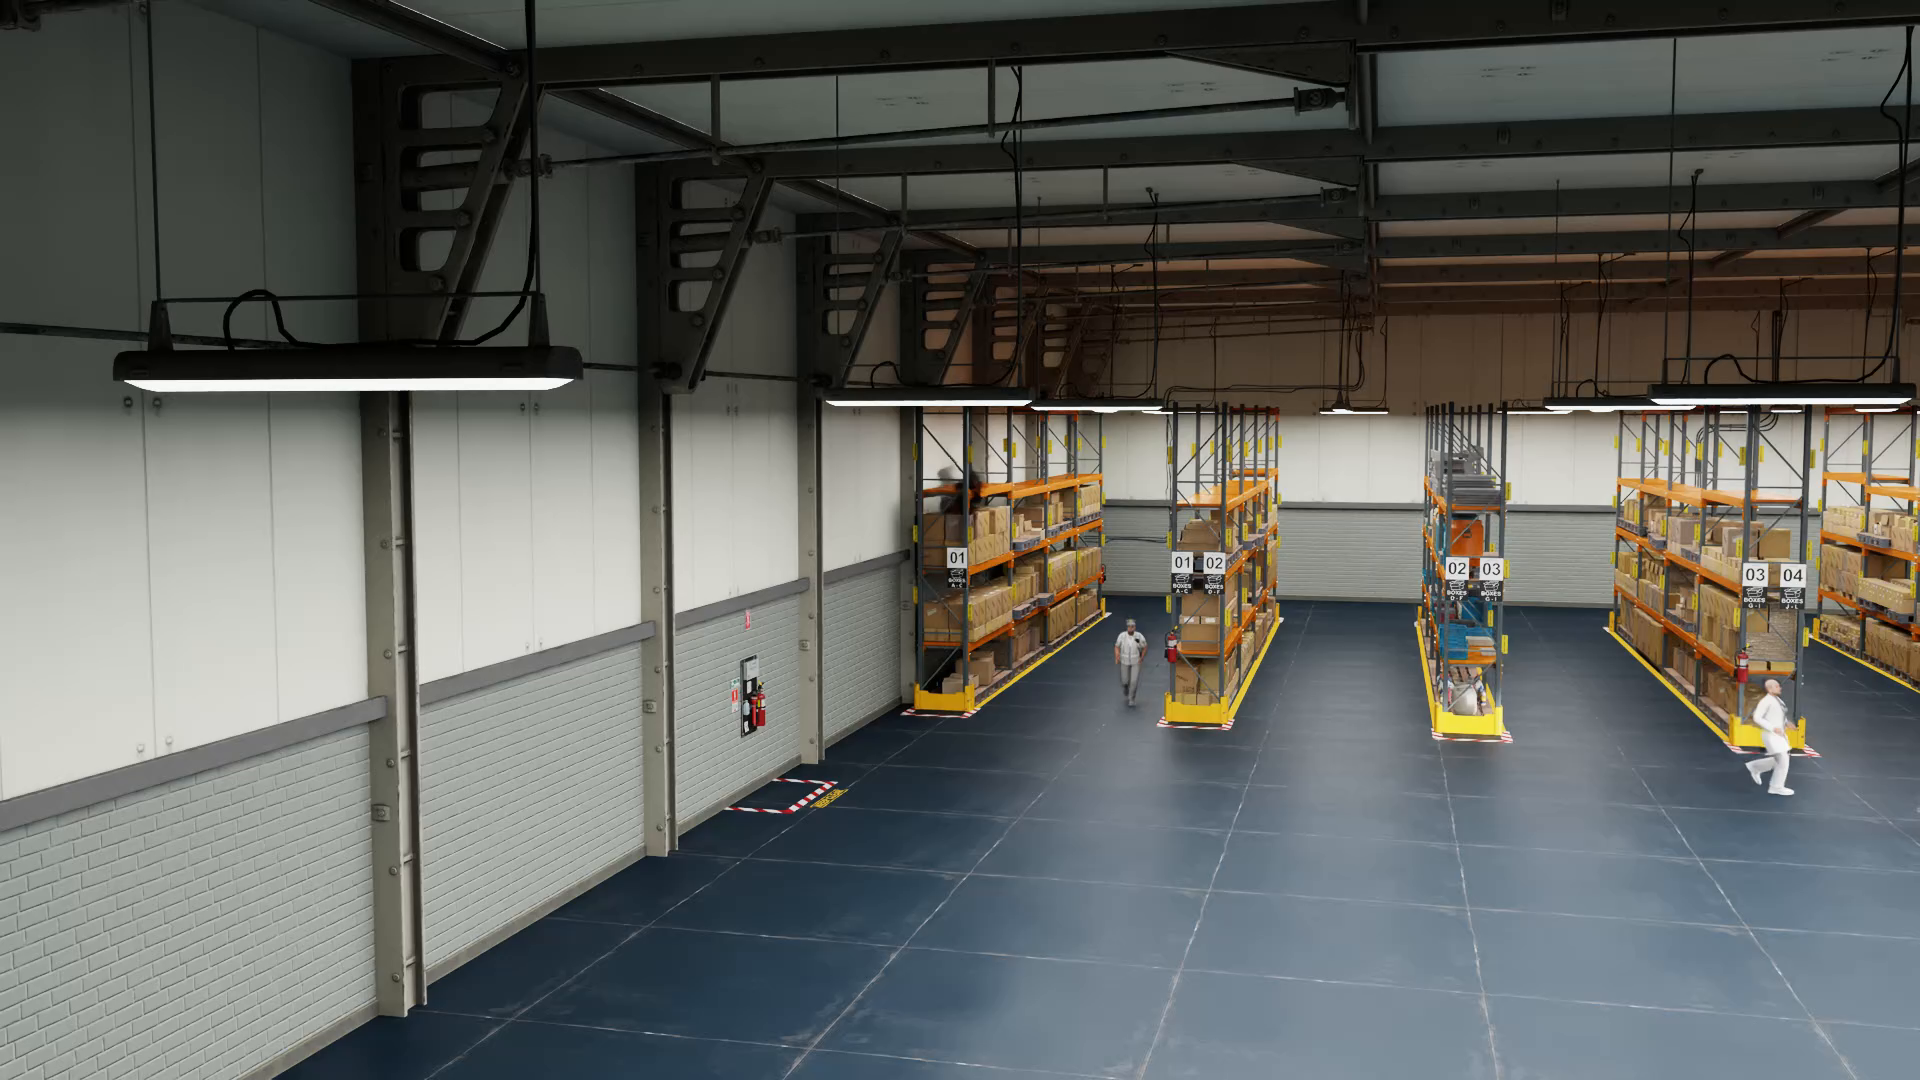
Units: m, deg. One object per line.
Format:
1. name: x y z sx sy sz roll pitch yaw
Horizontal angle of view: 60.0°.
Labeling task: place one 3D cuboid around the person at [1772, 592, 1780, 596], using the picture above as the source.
1. person: 21.663 1.656 44.389 0.777 1.616 0.717 0 4 4

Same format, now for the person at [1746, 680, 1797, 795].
1. person: 12.341 2.985 25.321 0.713 1.730 0.753 -4 6 -44

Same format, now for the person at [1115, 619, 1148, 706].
1. person: 3.417 2.414 33.200 0.650 1.733 0.652 1 4 9
